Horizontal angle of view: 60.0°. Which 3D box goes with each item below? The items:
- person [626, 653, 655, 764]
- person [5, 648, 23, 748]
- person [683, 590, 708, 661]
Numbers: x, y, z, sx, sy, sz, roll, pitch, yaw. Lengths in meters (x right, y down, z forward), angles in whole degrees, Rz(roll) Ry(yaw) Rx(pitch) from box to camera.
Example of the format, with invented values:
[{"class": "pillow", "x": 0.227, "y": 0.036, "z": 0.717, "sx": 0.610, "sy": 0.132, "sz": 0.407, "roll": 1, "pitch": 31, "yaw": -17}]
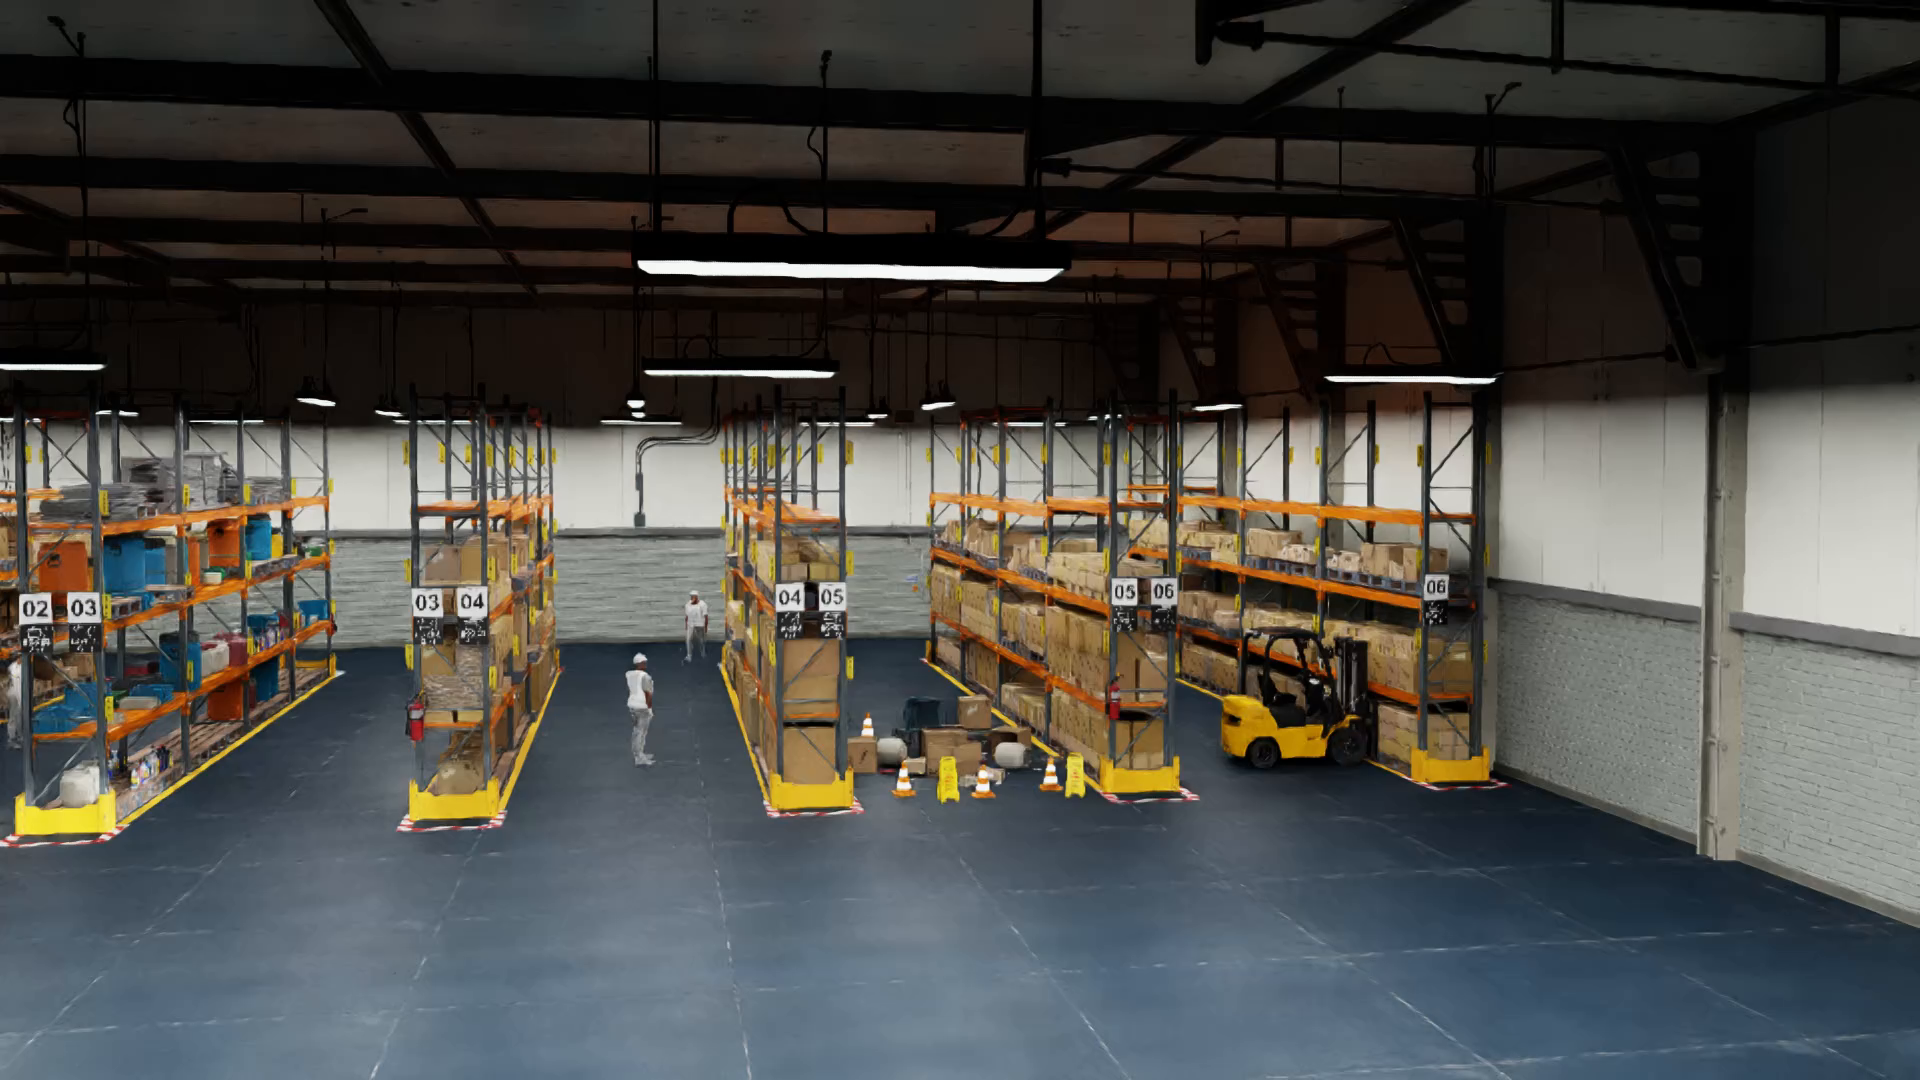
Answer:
[{"class": "person", "x": -5.158, "y": 2.722, "z": 27.049, "sx": 0.457, "sy": 1.783, "sz": 0.618, "roll": -3, "pitch": 4, "yaw": -41}, {"class": "person", "x": -16.177, "y": 2.697, "z": 28.582, "sx": 0.436, "sy": 1.680, "sz": 0.547, "roll": -2, "pitch": 4, "yaw": -35}, {"class": "person", "x": -6.453, "y": 2.080, "z": 40.725, "sx": 0.603, "sy": 1.728, "sz": 0.939, "roll": 0, "pitch": 3, "yaw": 6}]
